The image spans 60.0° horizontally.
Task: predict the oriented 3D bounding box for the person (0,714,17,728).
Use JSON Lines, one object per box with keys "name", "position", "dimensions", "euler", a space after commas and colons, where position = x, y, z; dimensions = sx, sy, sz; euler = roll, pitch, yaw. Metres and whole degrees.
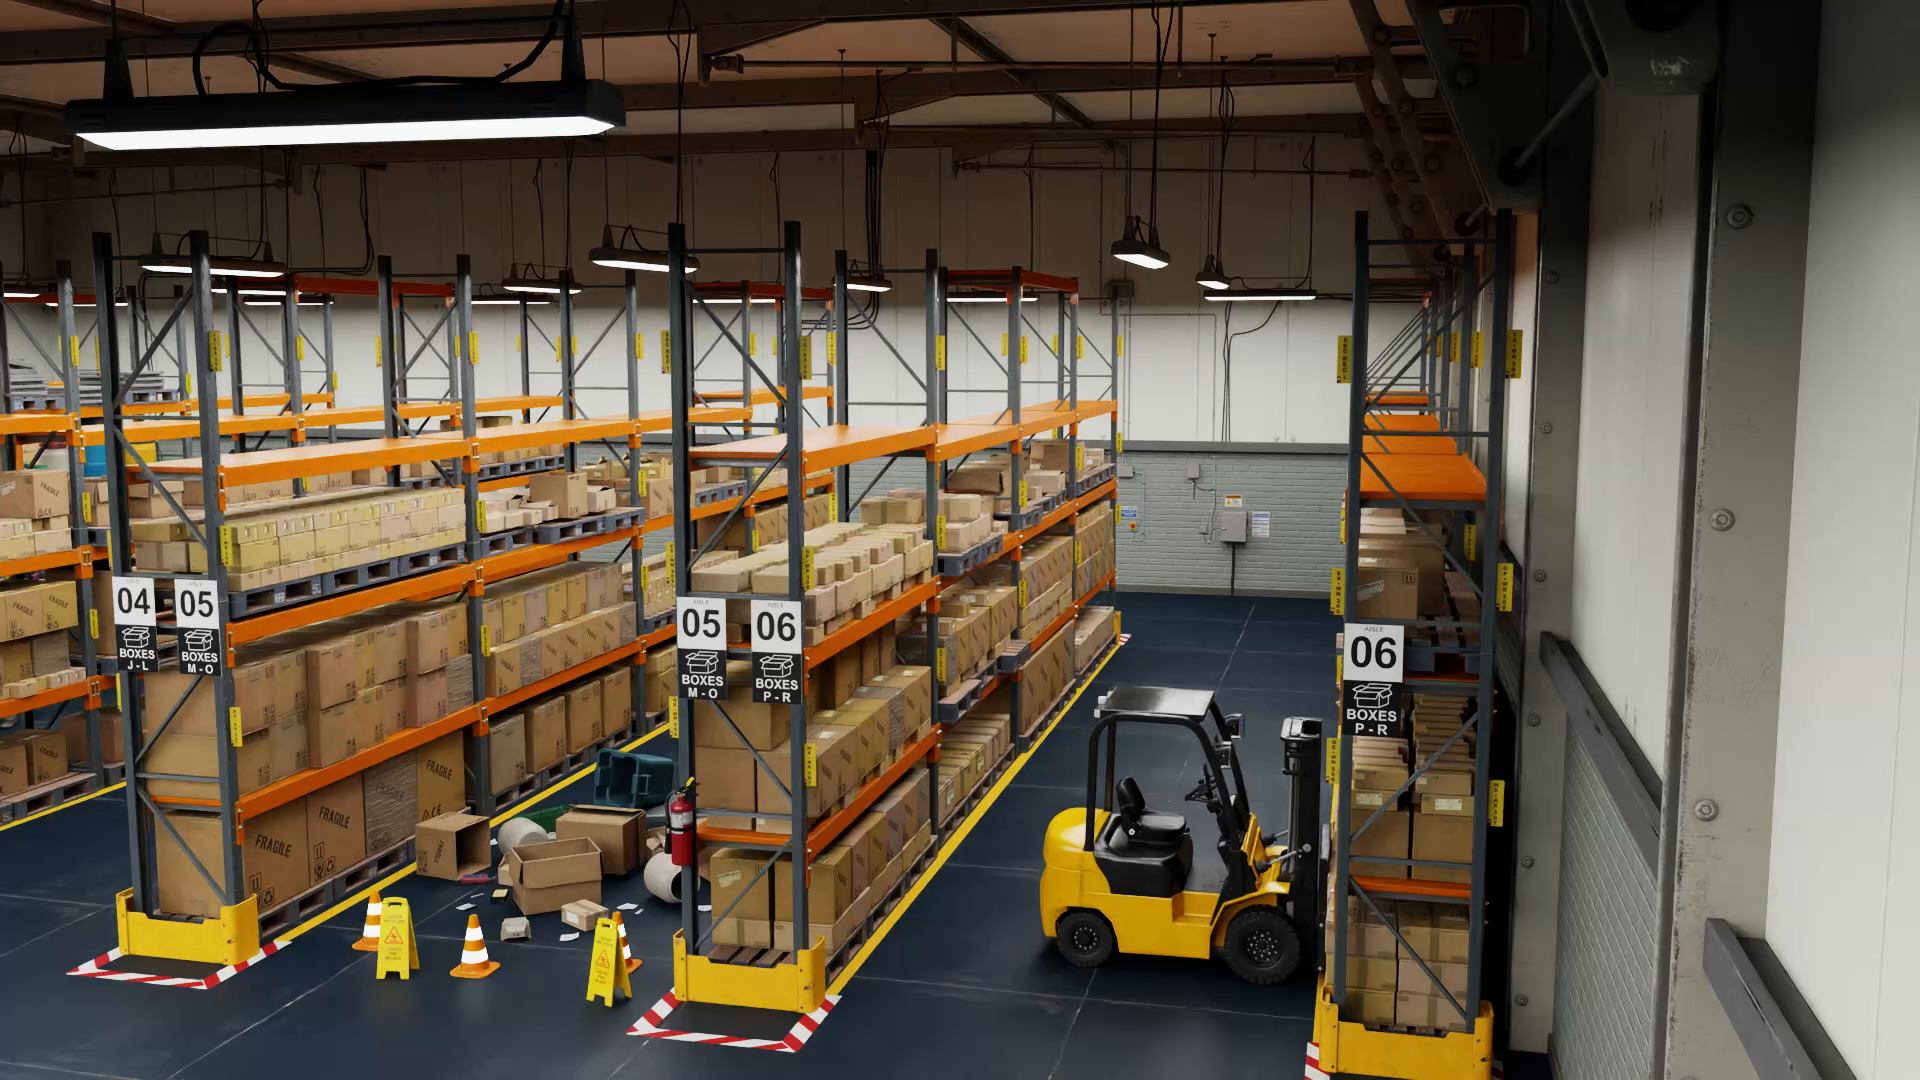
{"name": "person", "position": [-12.732, 1.657, 21.820], "dimensions": [0.602, 1.763, 0.782], "euler": [-1, 7, -11]}
